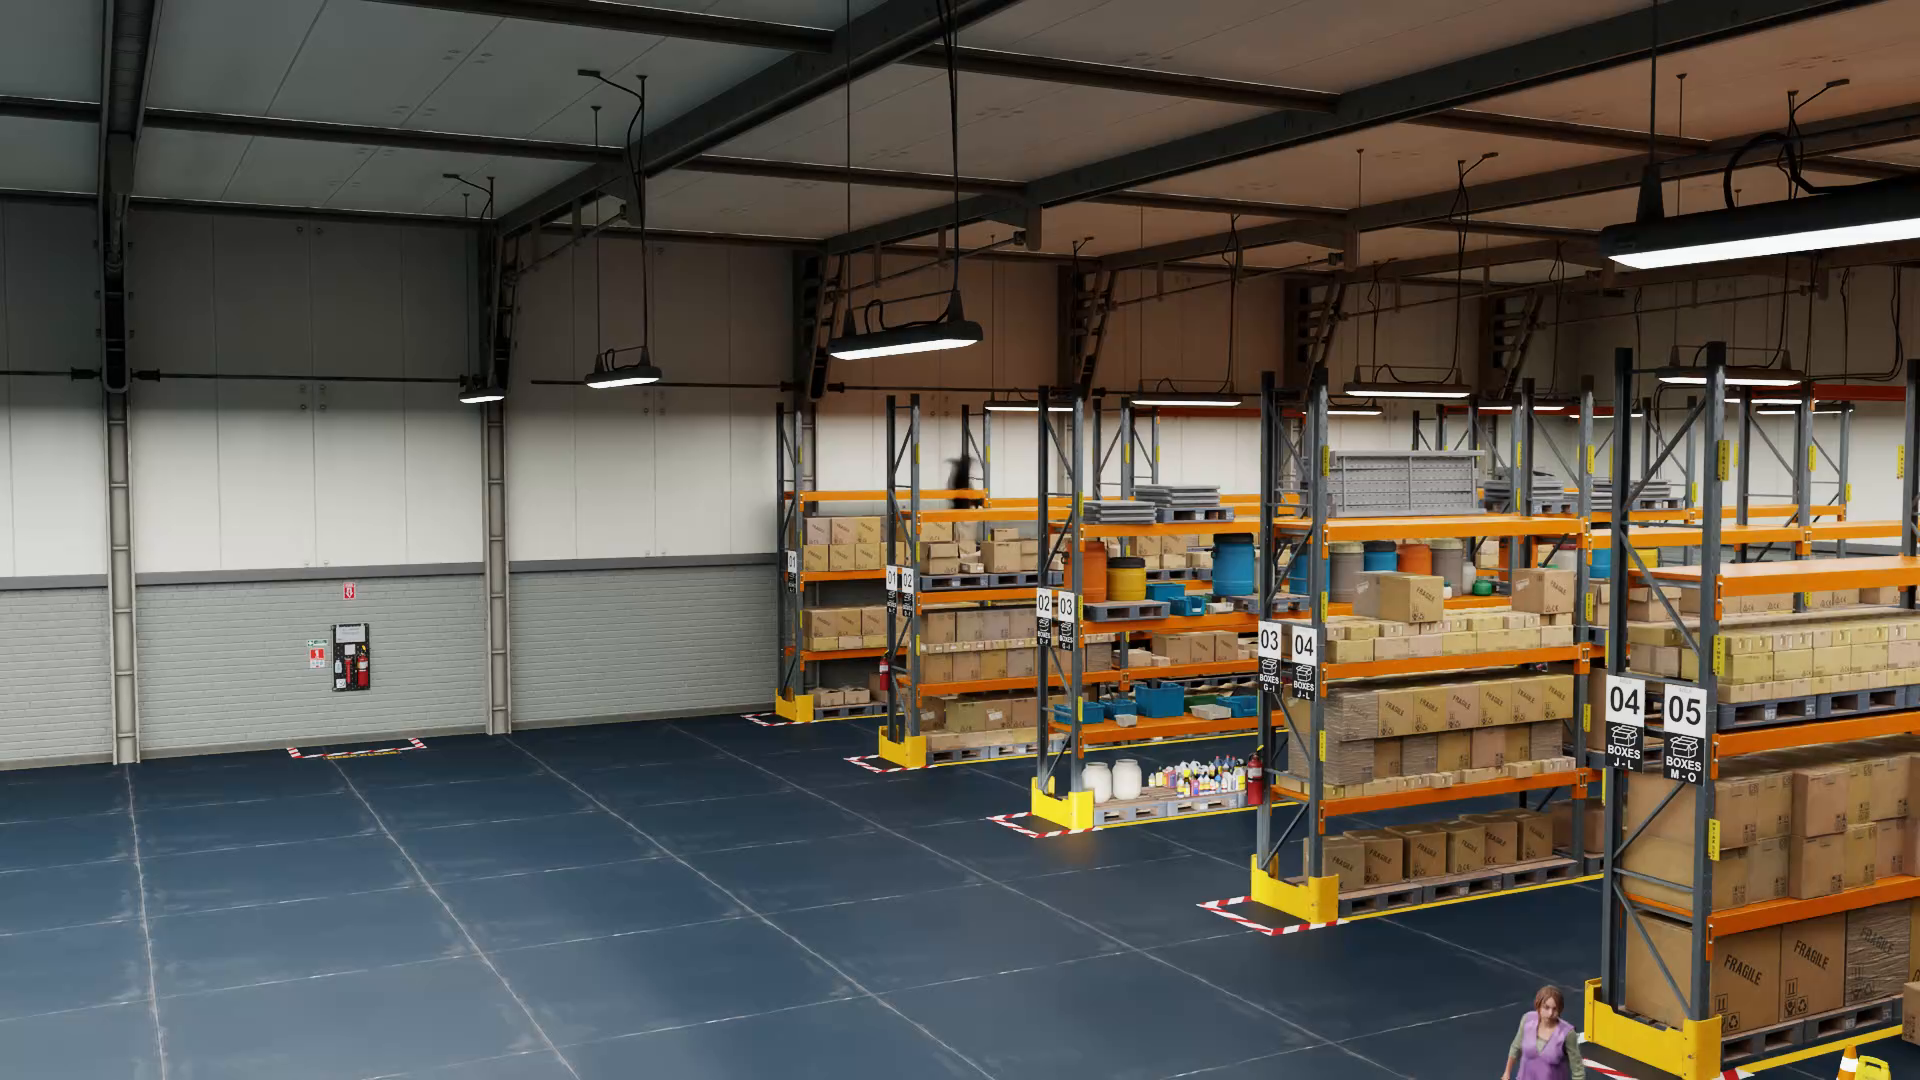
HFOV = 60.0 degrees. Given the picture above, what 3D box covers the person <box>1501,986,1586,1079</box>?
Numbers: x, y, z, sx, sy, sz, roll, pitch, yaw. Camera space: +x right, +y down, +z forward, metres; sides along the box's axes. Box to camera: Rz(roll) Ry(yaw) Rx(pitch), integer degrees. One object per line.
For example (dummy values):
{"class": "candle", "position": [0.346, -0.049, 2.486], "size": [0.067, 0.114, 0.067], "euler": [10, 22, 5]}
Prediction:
{"class": "person", "position": [3.991, 3.747, 11.353], "size": [0.591, 1.542, 0.617], "euler": [2, 4, 31]}
